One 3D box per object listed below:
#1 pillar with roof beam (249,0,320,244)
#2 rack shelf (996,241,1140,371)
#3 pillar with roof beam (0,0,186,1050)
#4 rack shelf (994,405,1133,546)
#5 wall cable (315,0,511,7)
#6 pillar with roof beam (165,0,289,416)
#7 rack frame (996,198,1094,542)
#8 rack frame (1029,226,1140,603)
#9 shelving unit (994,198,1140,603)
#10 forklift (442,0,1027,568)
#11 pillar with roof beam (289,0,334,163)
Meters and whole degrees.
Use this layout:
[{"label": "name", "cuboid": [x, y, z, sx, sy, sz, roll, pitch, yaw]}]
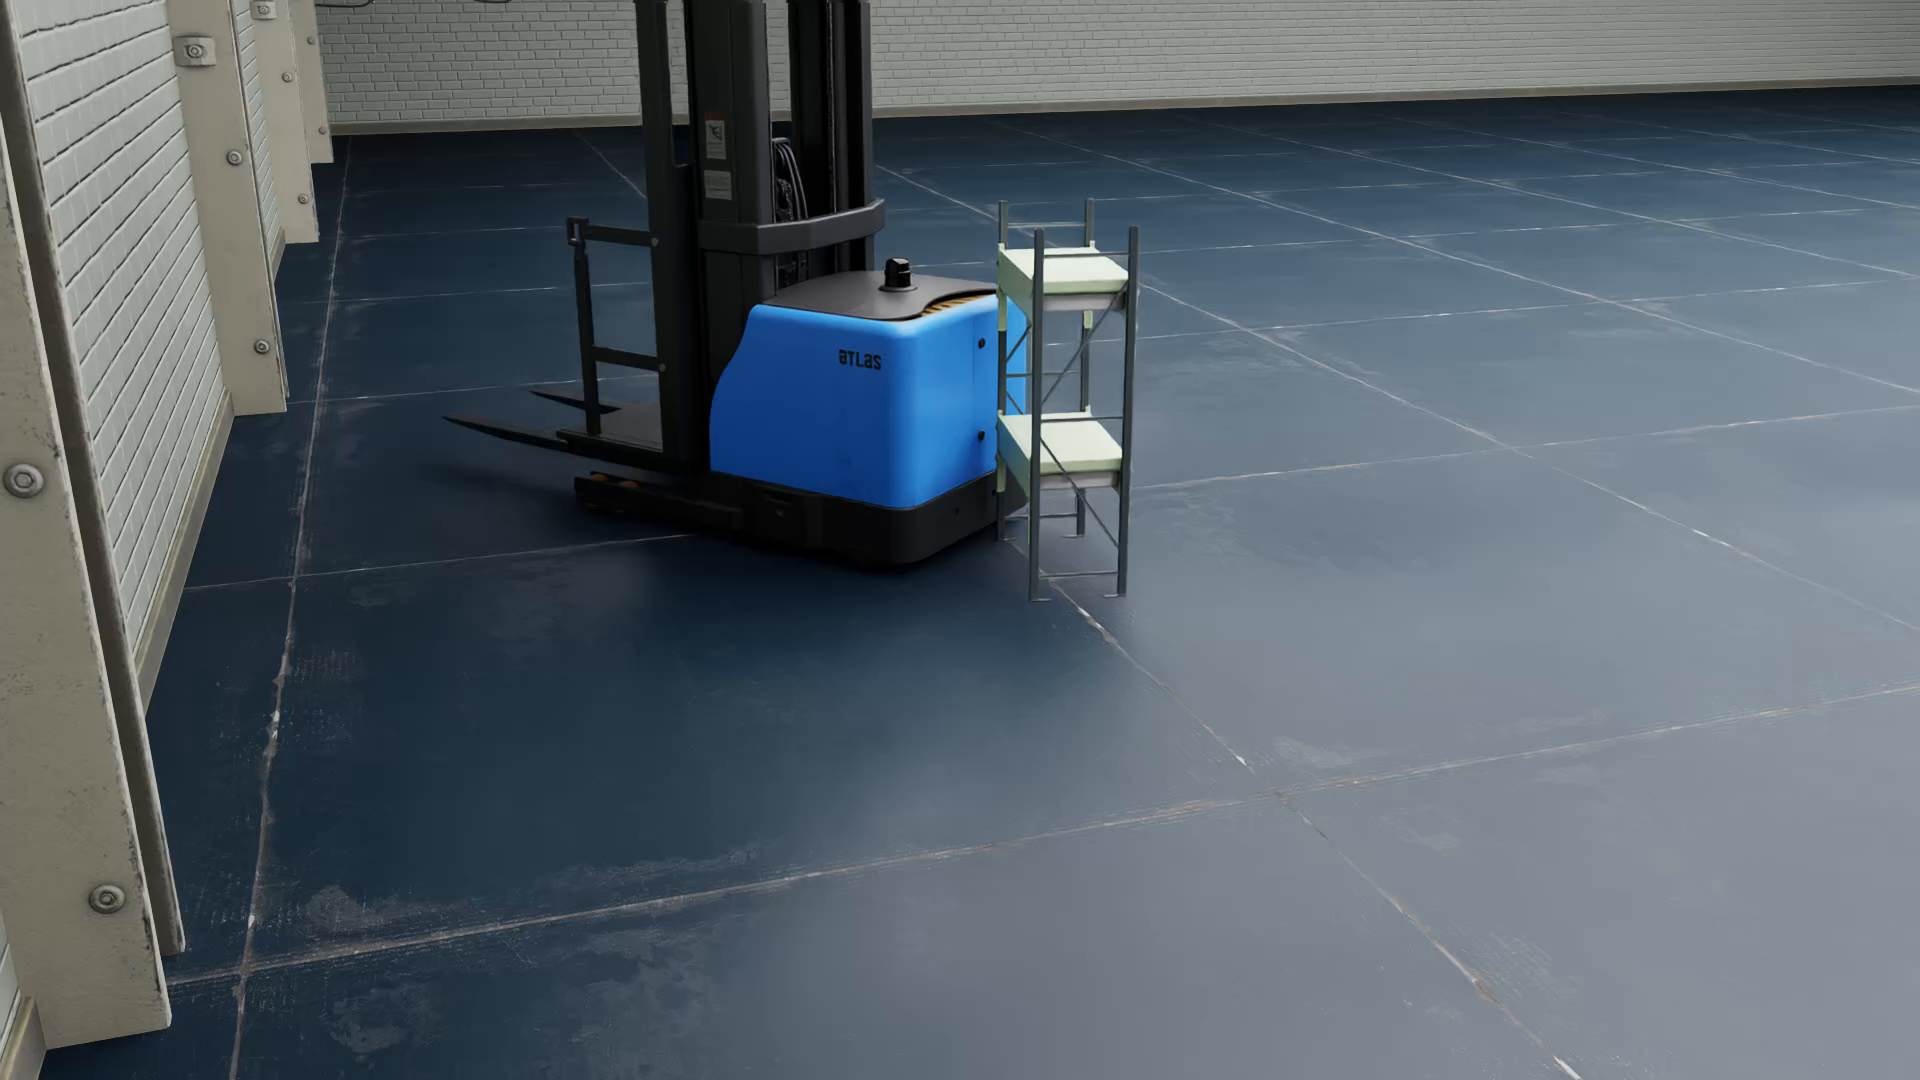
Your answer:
[{"label": "pillar with roof beam", "cuboid": [-1.835, -7.393, 14.688, 9.100, 9.000, 0.400, -6, 21, -17]}, {"label": "rack shelf", "cuboid": [0.419, -0.956, 6.704, 0.431, 0.370, 0.720, -3, 20, -9]}, {"label": "pillar with roof beam", "cuboid": [1.937, -3.542, 3.966, 9.100, 9.000, 0.400, -6, 21, -17]}, {"label": "rack shelf", "cuboid": [0.419, -0.282, 6.946, 0.431, 0.370, 0.720, -3, 20, -9]}, {"label": "wall cable", "cuboid": [-7.478, -8.486, 22.323, 3.097, 2.526, 0.112, -6, 21, -17]}, {"label": "pillar with roof beam", "cuboid": [0.051, -5.468, 9.327, 9.100, 9.000, 0.400, -6, 21, -17]}, {"label": "rack frame", "cuboid": [0.361, -0.710, 7.176, 0.400, 1.500, 0.023, -3, 20, -9]}, {"label": "rack frame", "cuboid": [0.478, -0.466, 6.496, 0.400, 1.500, 0.023, -3, 20, -9]}, {"label": "shelving unit", "cuboid": [0.419, -0.588, 6.836, 0.431, 1.500, 0.755, -3, 20, -9]}, {"label": "forklift", "cuboid": [-1.206, -1.623, 7.600, 3.031, 2.935, 1.130, 12, 23, 31]}, {"label": "pillar with roof beam", "cuboid": [-3.721, -9.319, 20.048, 9.100, 9.000, 0.400, -6, 21, -17]}]
